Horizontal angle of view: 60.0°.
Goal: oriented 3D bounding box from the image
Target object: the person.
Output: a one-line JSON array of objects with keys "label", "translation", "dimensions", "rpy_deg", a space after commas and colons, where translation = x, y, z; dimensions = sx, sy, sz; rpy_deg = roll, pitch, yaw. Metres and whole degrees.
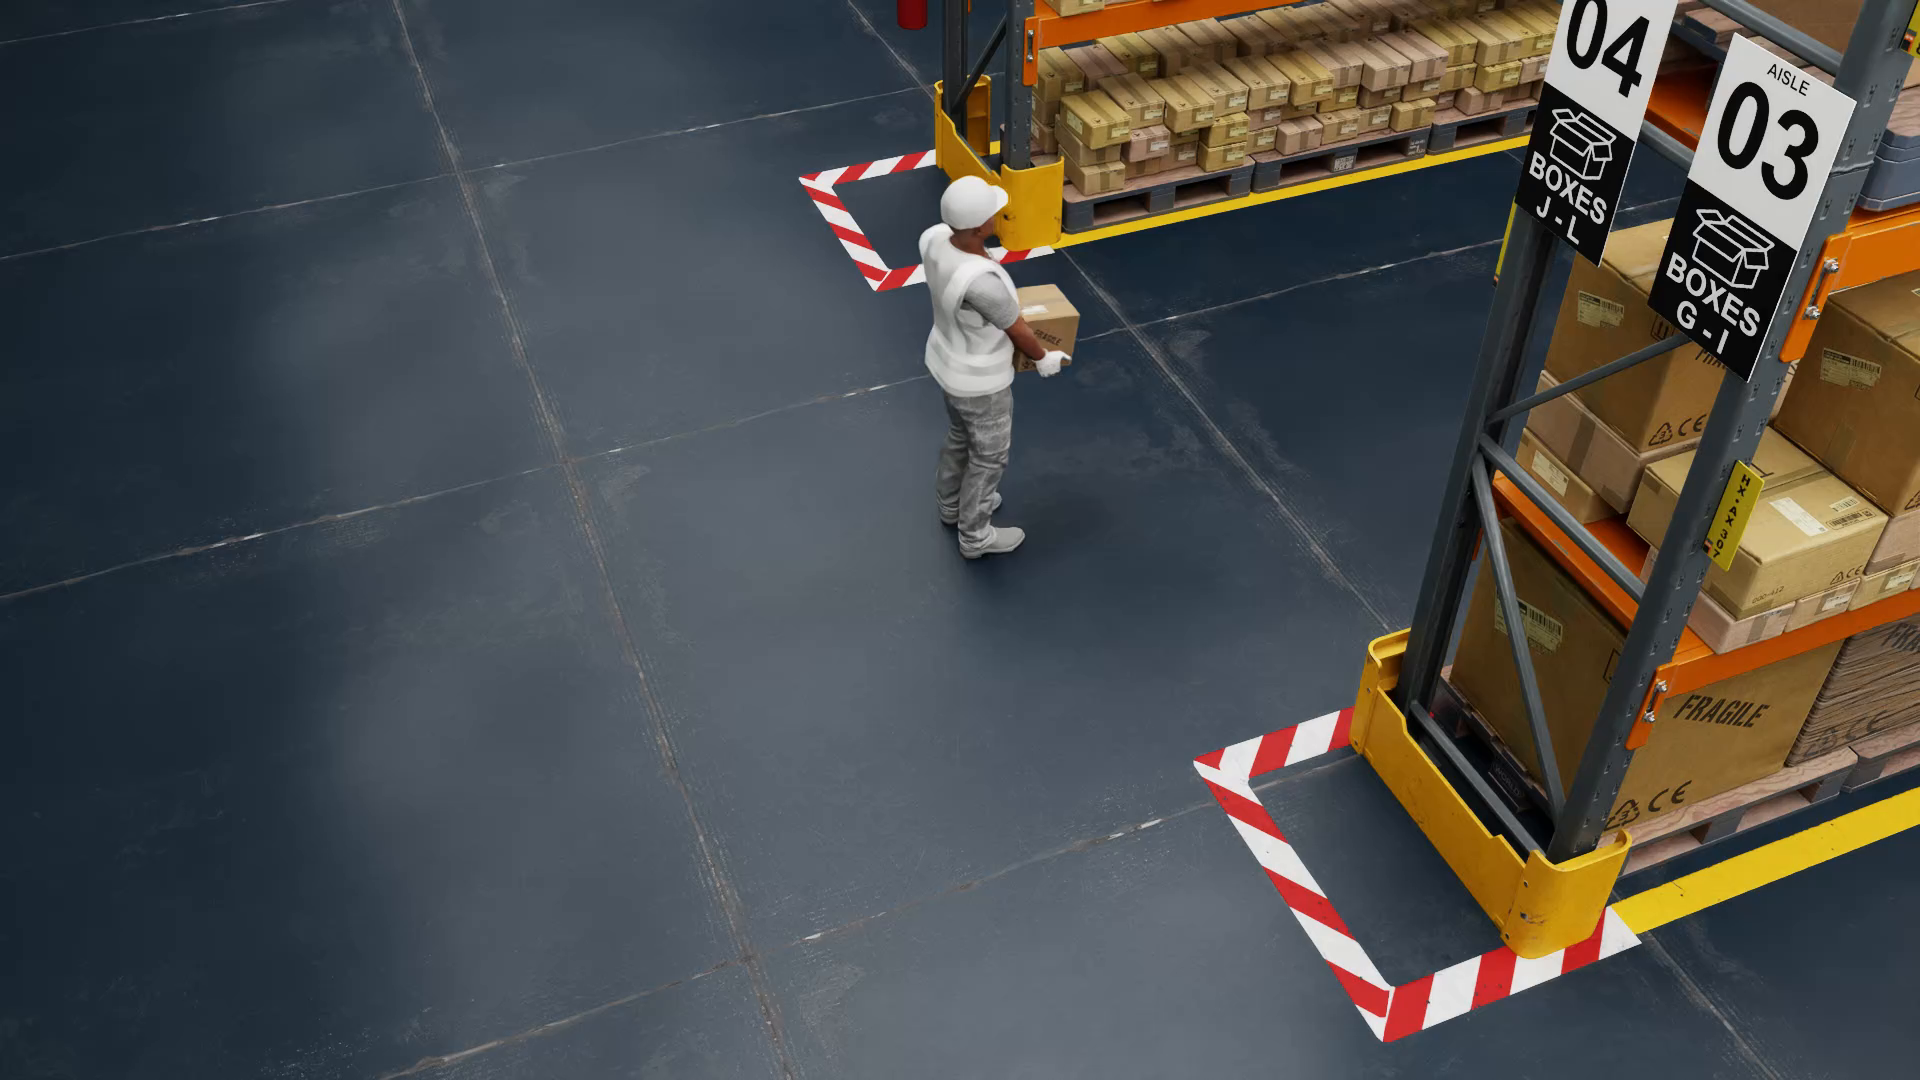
[{"label": "person", "translation": [0.147, -0.740, 6.983], "dimensions": [0.566, 1.782, 0.458], "rpy_deg": [-15, 44, -17]}]
